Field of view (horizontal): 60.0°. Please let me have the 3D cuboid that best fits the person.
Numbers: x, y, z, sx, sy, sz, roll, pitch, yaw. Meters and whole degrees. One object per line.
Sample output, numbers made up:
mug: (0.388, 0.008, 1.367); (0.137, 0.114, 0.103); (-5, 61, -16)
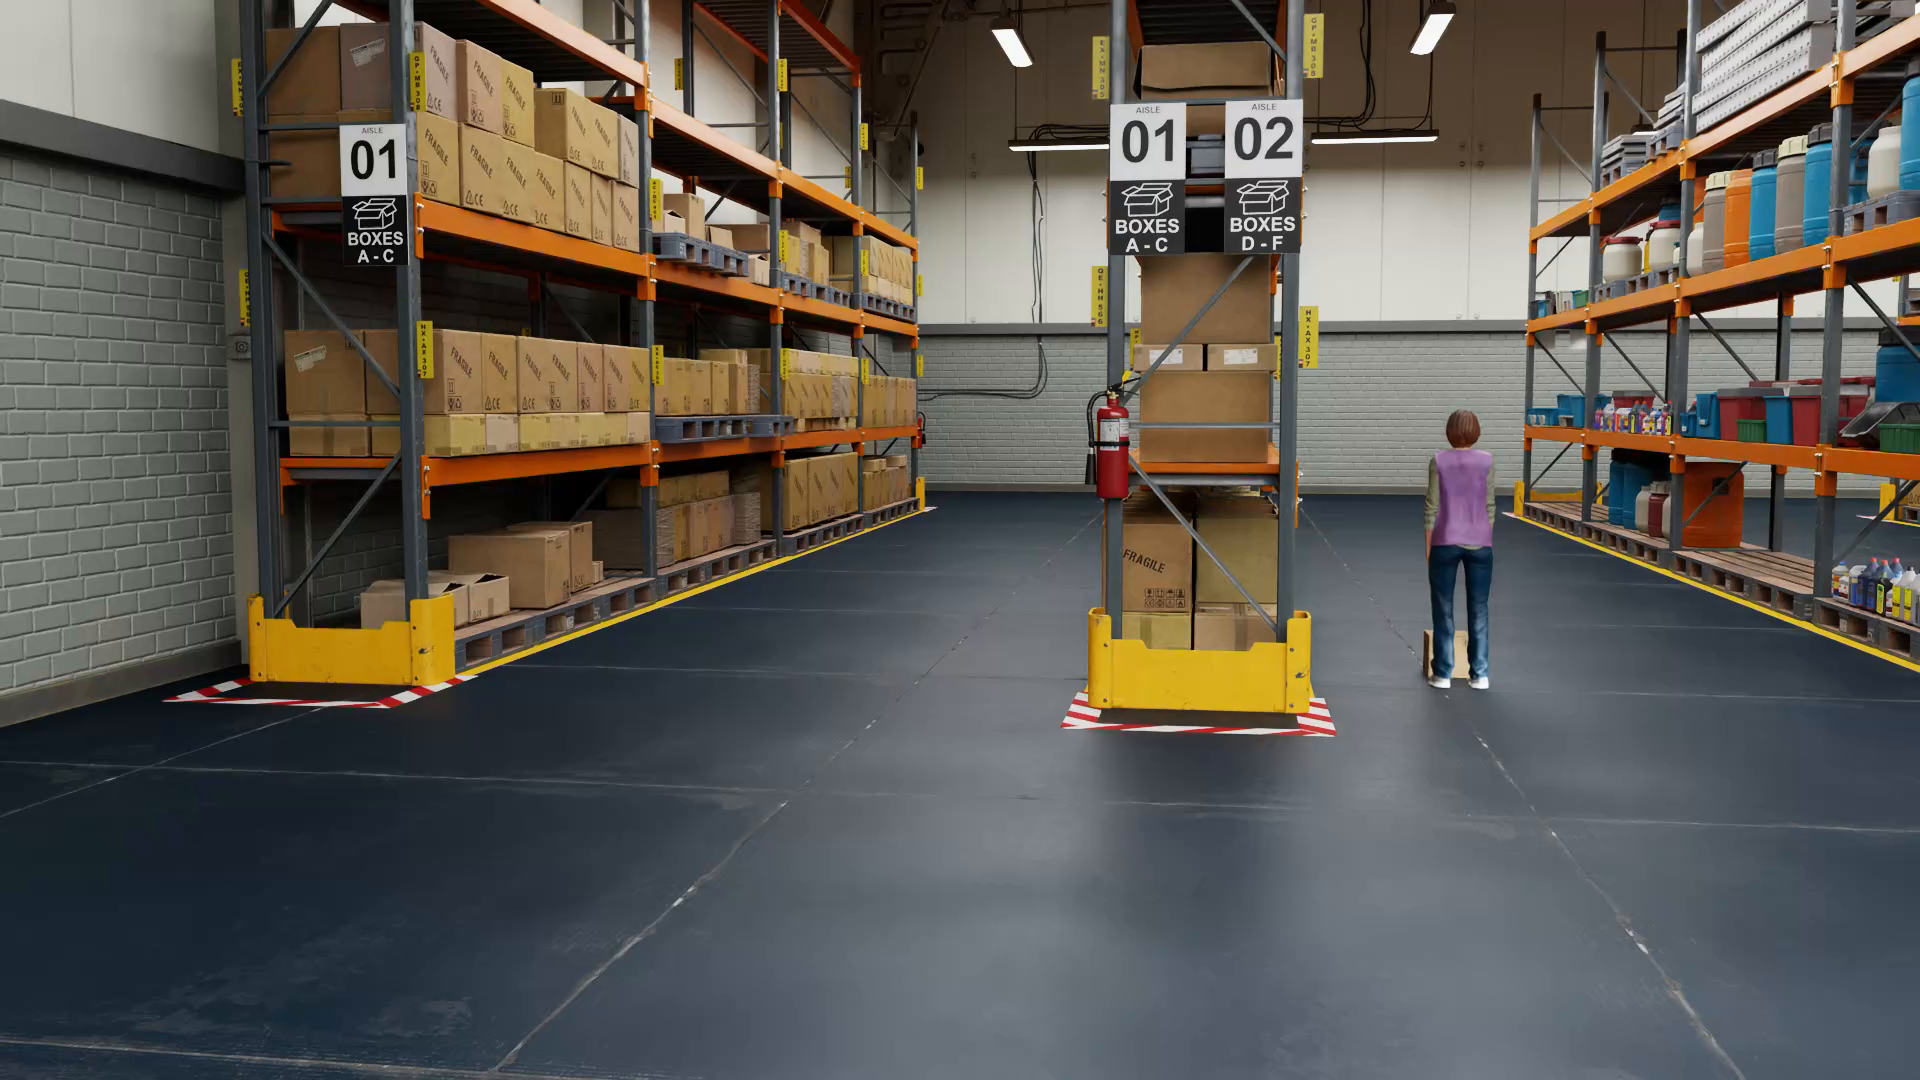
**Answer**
person: (2.840, 0.052, 9.486); (0.404, 1.600, 0.300); (1, 5, 10)
